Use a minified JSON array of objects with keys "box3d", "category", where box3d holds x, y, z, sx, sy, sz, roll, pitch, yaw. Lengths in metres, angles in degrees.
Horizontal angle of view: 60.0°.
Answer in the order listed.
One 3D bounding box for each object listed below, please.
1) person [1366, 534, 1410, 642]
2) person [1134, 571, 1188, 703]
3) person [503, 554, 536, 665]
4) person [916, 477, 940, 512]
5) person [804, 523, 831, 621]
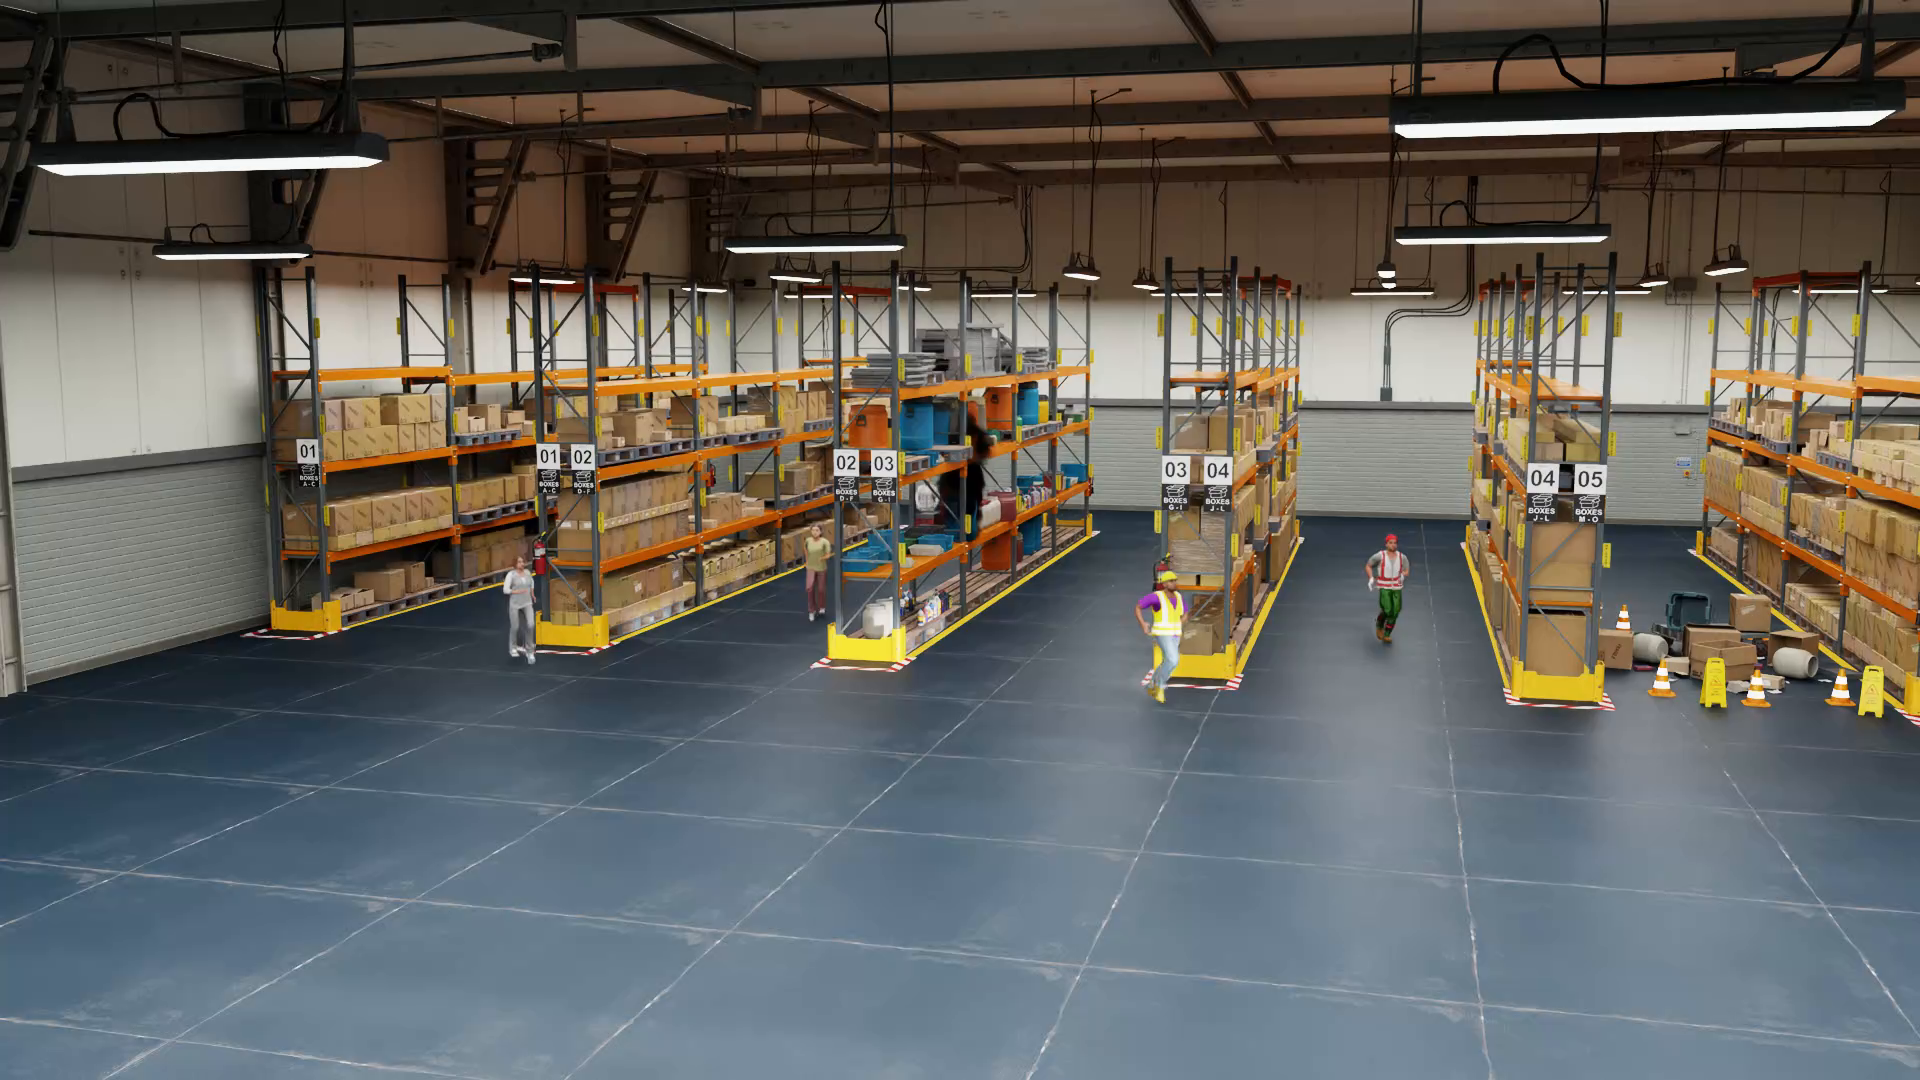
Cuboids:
[{"box3d":[6.828,0.782,26.383,0.643,1.743,0.615,0,7,-3],"category":"person"},{"box3d":[2.800,1.307,22.467,0.693,1.761,0.655,-6,10,-40],"category":"person"},{"box3d":[-6.621,1.028,25.051,0.538,1.624,0.684,-5,9,-33],"category":"person"},{"box3d":[-0.770,-0.746,38.994,0.620,1.666,0.520,0,7,0],"category":"person"},{"box3d":[-2.465,0.545,28.812,0.497,1.698,0.818,0,7,1],"category":"person"}]
